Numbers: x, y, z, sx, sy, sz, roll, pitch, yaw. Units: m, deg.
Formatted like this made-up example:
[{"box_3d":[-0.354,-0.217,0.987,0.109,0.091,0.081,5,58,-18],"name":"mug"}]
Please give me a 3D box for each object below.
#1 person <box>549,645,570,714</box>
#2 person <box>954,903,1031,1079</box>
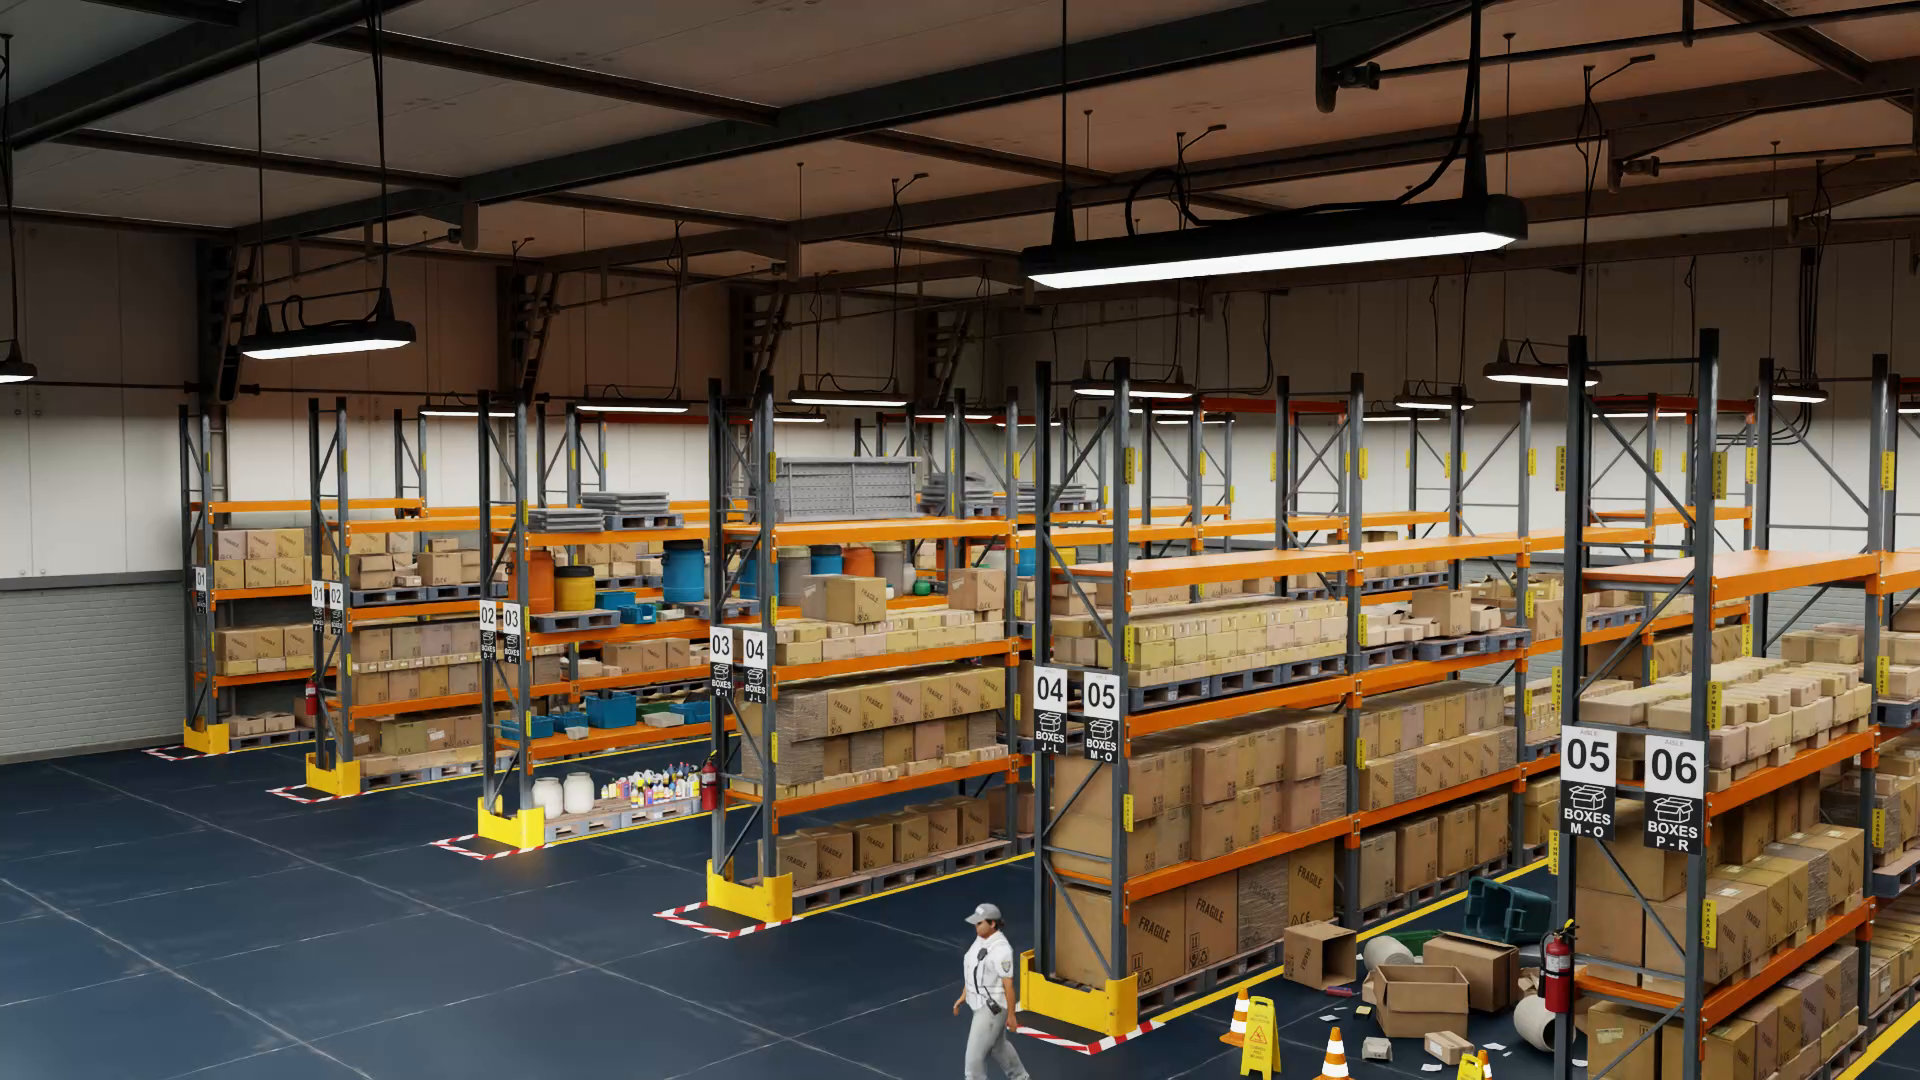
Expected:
[{"box_3d":[-7.368,2.720,30.392,0.527,1.659,0.771,1,3,24],"name":"person"},{"box_3d":[0.203,3.663,13.032,0.829,1.641,0.516,-1,3,-15],"name":"person"}]
